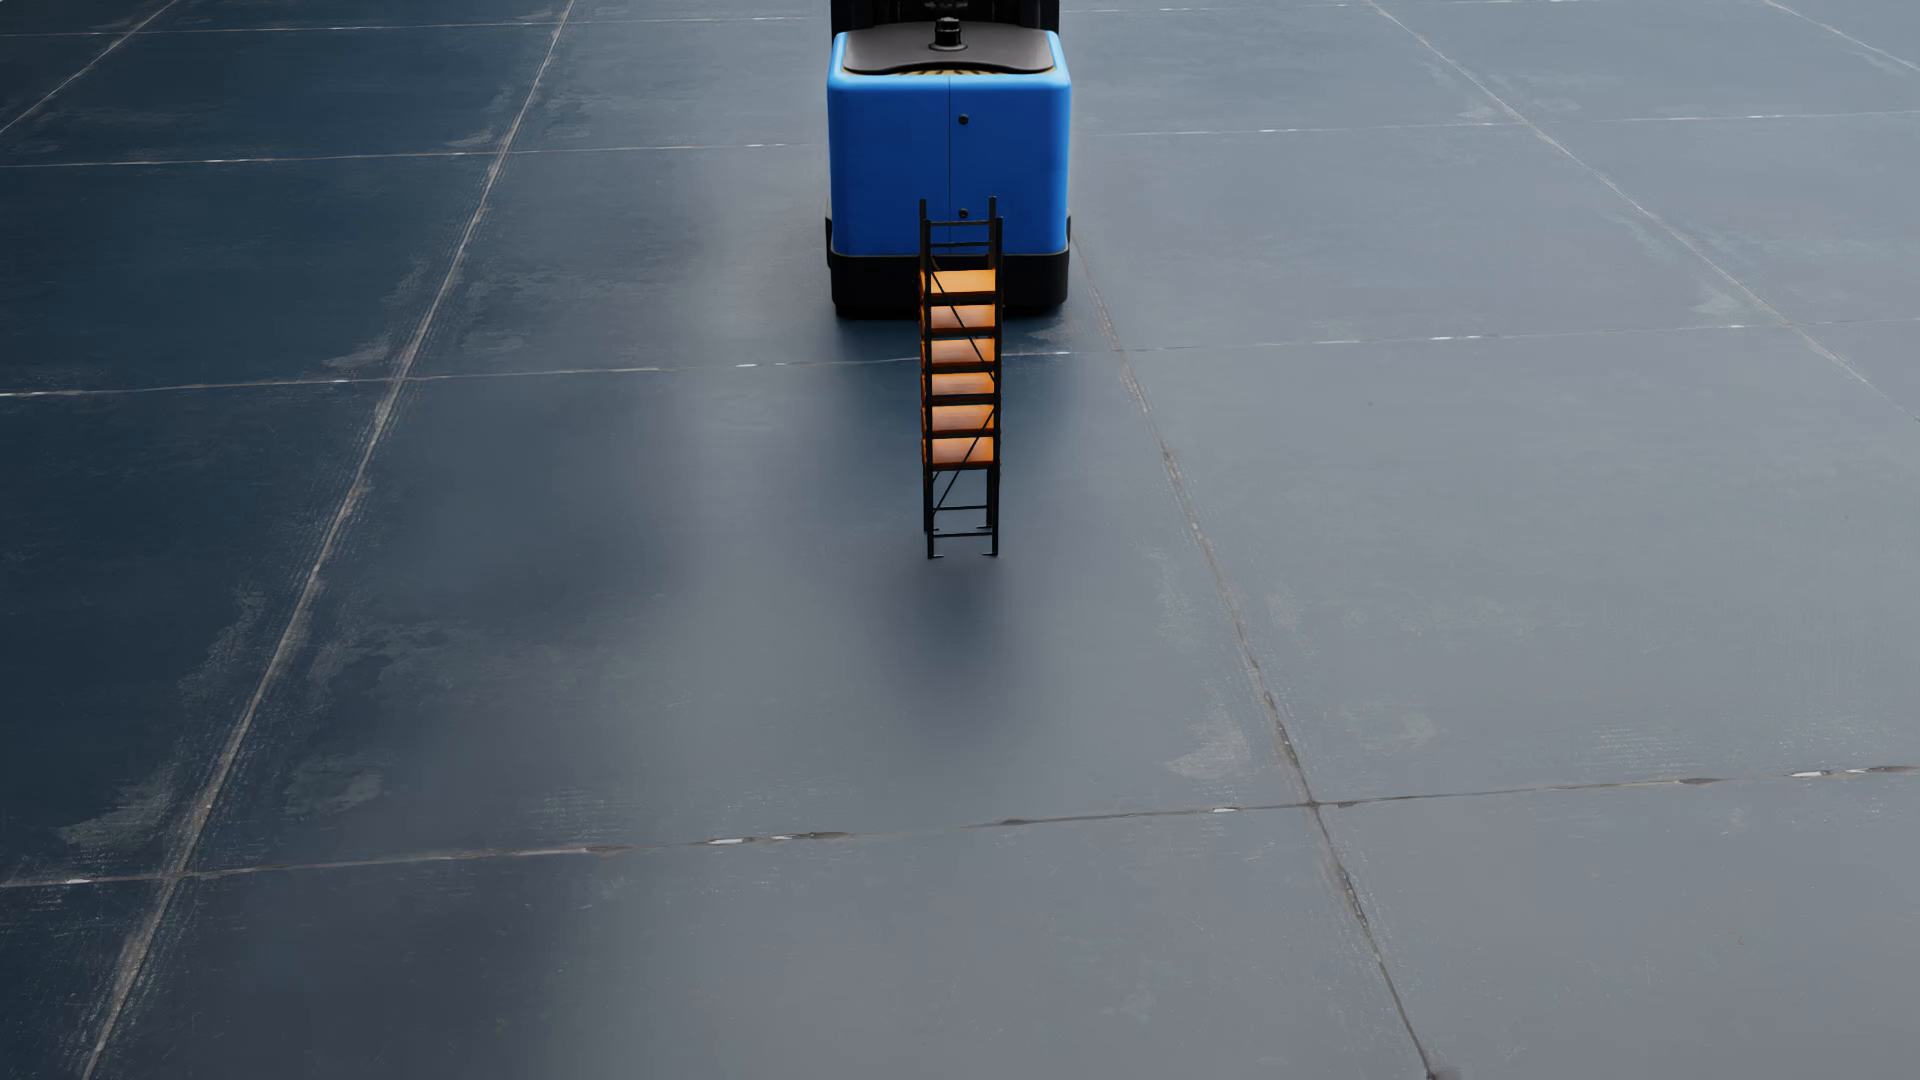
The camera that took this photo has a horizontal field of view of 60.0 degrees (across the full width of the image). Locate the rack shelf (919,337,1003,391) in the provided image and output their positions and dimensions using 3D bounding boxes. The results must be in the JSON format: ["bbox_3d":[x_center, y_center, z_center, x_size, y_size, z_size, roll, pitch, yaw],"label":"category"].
[{"bbox_3d":[0.001,-0.573,5.391,0.258,0.103,0.180,-3,31,-5],"label":"rack shelf"}]

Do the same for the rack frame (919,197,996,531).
[{"bbox_3d":[-0.007,-0.554,5.508,0.240,1.200,0.006,-3,31,-5],"label":"rack frame"}]

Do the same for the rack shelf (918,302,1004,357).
[{"bbox_3d":[0.001,-0.676,5.330,0.258,0.103,0.180,-3,31,-5],"label":"rack shelf"}]

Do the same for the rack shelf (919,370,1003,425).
[{"bbox_3d":[0.001,-0.470,5.453,0.258,0.103,0.180,-3,31,-5],"label":"rack shelf"}]

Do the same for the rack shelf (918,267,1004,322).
[{"bbox_3d":[0.001,-0.779,5.268,0.258,0.103,0.180,-3,31,-5],"label":"rack shelf"}]

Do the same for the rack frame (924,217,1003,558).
[{"bbox_3d":[0.010,-0.461,5.352,0.240,1.200,0.006,-3,31,-5],"label":"rack frame"}]

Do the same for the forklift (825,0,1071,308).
[{"bbox_3d":[-0.077,-3.000,7.914,1.130,2.935,3.031,-1,31,-1],"label":"forklift"}]

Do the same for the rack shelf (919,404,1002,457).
[{"bbox_3d":[0.001,-0.367,5.514,0.258,0.103,0.180,-3,31,-5],"label":"rack shelf"}]

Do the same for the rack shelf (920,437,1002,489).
[{"bbox_3d":[0.001,-0.264,5.576,0.258,0.103,0.180,-3,31,-5],"label":"rack shelf"}]

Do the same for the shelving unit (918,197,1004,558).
[{"bbox_3d":[0.001,-0.508,5.430,0.258,1.200,0.189,-3,31,-5],"label":"shelving unit"}]
